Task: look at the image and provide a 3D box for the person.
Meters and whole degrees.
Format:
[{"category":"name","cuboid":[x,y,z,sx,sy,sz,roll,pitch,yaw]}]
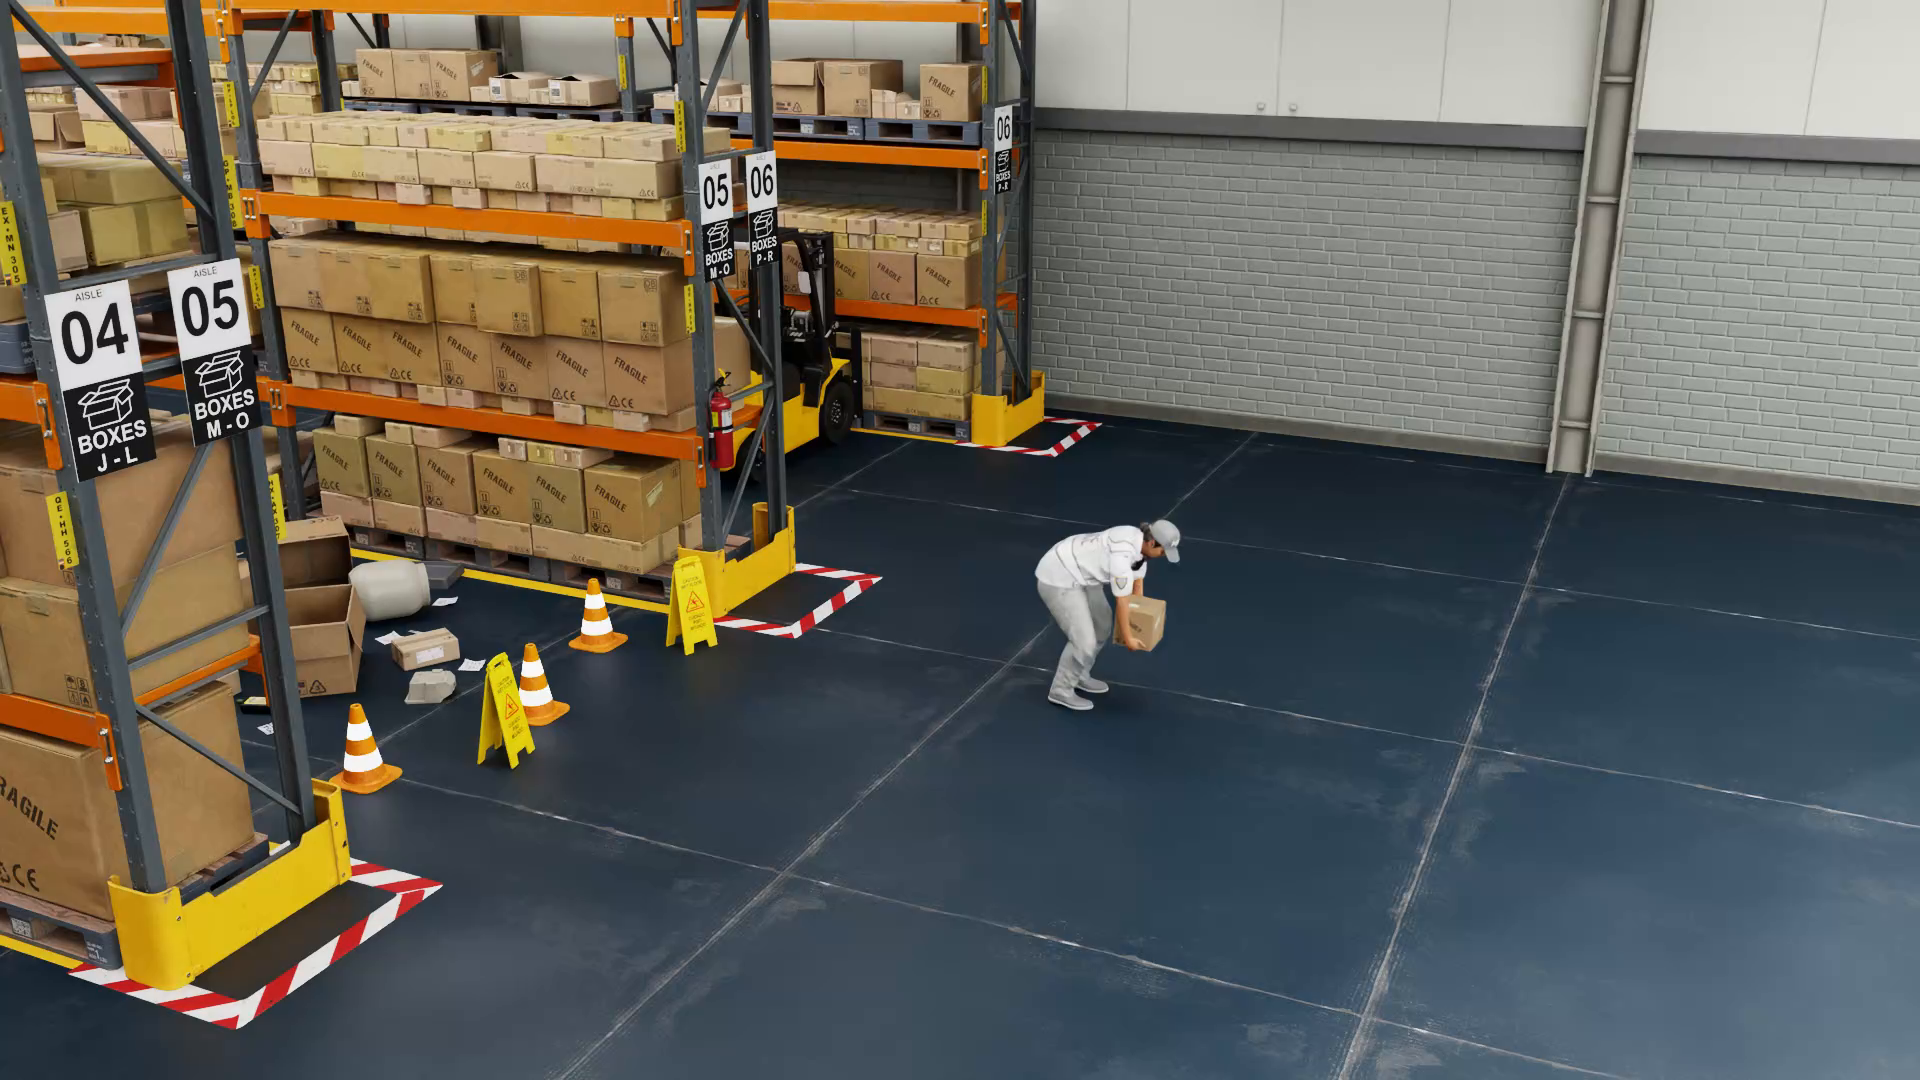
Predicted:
[{"category":"person","cuboid":[0.917,0.440,10.427,0.892,1.258,0.474,8,21,21]}]
